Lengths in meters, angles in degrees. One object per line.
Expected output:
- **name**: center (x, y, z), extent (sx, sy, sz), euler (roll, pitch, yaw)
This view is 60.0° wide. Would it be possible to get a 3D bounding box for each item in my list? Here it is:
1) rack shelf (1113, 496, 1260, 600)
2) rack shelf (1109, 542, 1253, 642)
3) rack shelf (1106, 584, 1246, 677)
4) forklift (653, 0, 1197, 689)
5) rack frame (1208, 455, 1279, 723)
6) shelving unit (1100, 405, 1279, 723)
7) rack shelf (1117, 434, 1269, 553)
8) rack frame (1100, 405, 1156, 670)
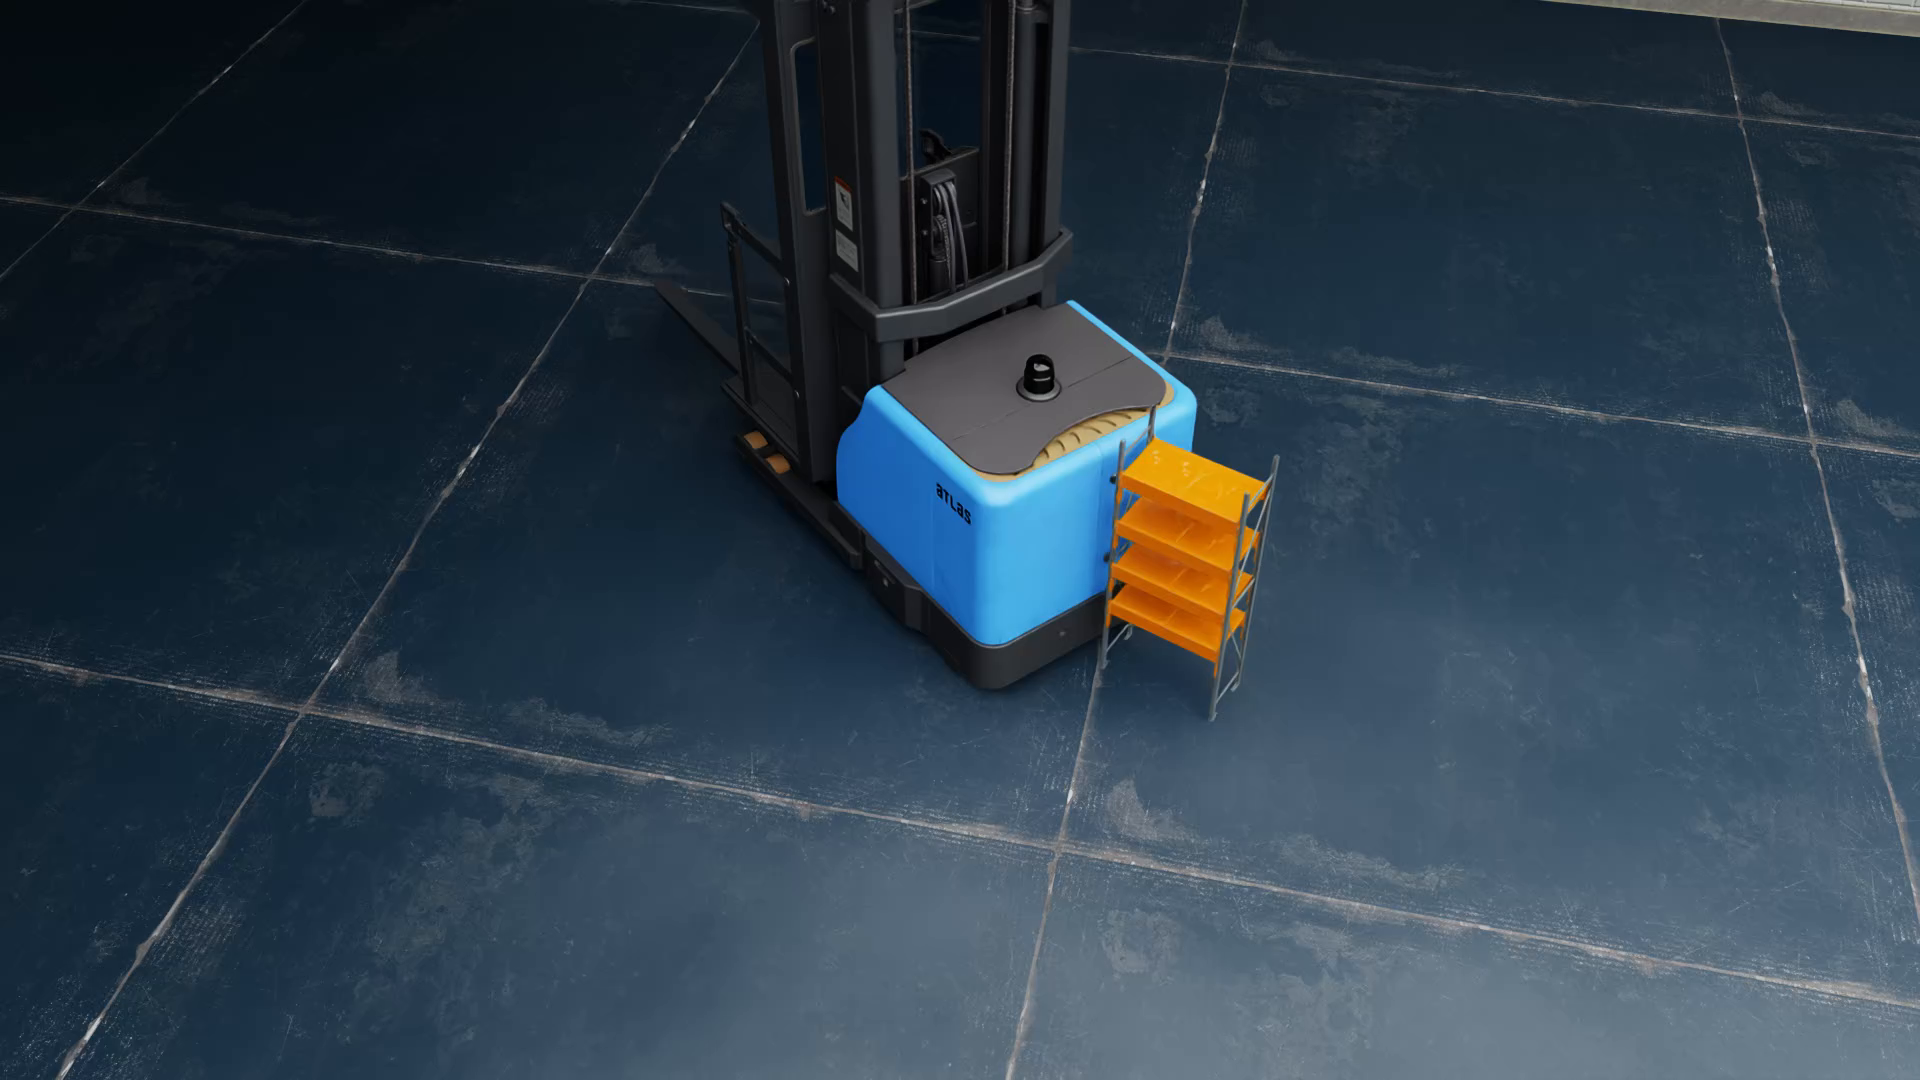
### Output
- **rack shelf**: center (0.836, 0.000, 6.119), extent (0.480, 0.148, 0.258), euler (25, 49, 24)
- **rack shelf**: center (0.836, 0.161, 6.275), extent (0.480, 0.148, 0.258), euler (25, 49, 24)
- **rack shelf**: center (0.836, 0.304, 6.412), extent (0.480, 0.148, 0.258), euler (25, 49, 24)
- **forklift**: center (-0.360, -1.454, 6.608), extent (1.130, 2.935, 3.031), euler (-27, 50, -25)
- **rack frame**: center (1.038, 0.207, 6.130), extent (0.015, 1.200, 0.240), euler (25, 49, 24)
- **shelving unit**: center (0.836, 0.113, 6.228), extent (0.503, 1.200, 0.258), euler (25, 49, 24)
- **rack shelf**: center (0.836, -0.171, 5.955), extent (0.480, 0.148, 0.258), euler (25, 49, 24)
- **rack frame**: center (0.634, 0.018, 6.326), extent (0.015, 1.200, 0.240), euler (25, 49, 24)
